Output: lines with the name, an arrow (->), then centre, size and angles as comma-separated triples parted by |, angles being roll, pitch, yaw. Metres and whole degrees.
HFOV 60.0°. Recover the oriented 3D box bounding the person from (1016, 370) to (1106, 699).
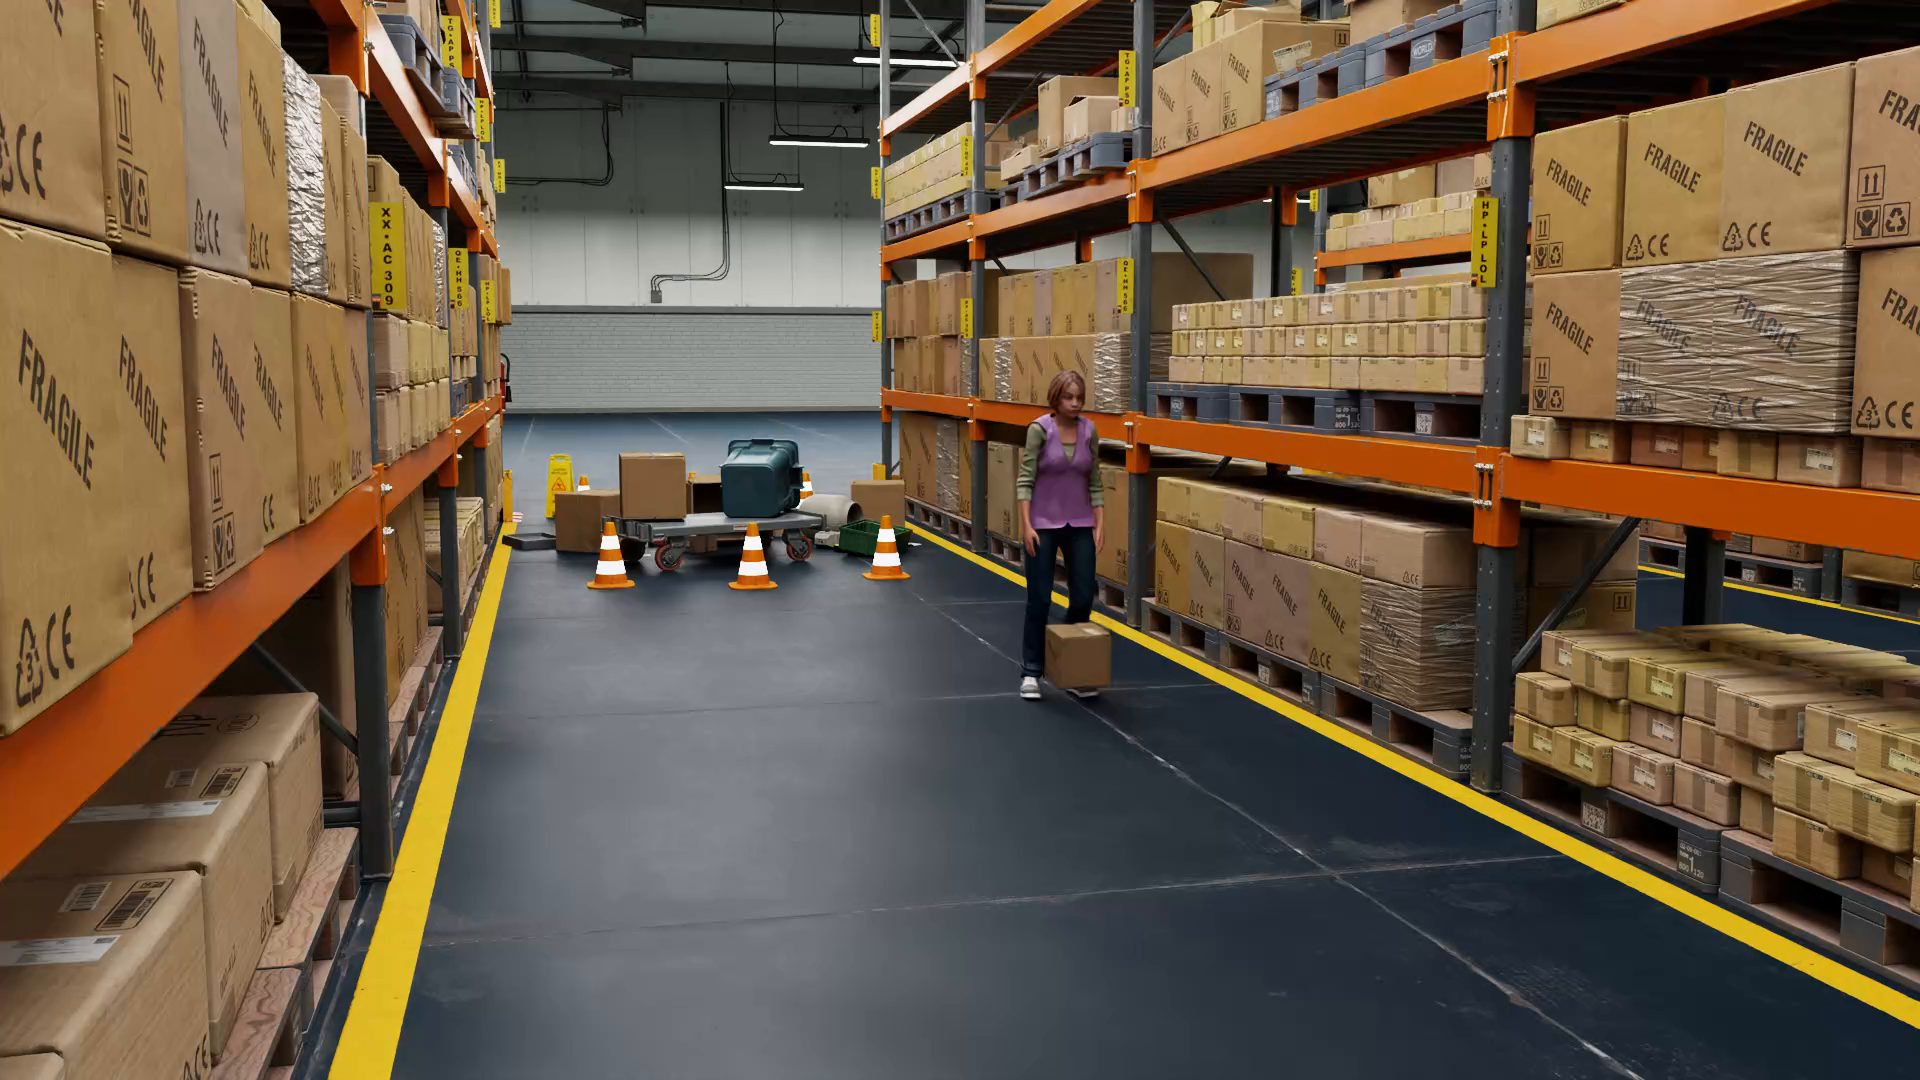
person -> 0.501, -0.031, 8.145 | 0.458, 1.595, 0.374 | -2, 7, -15
